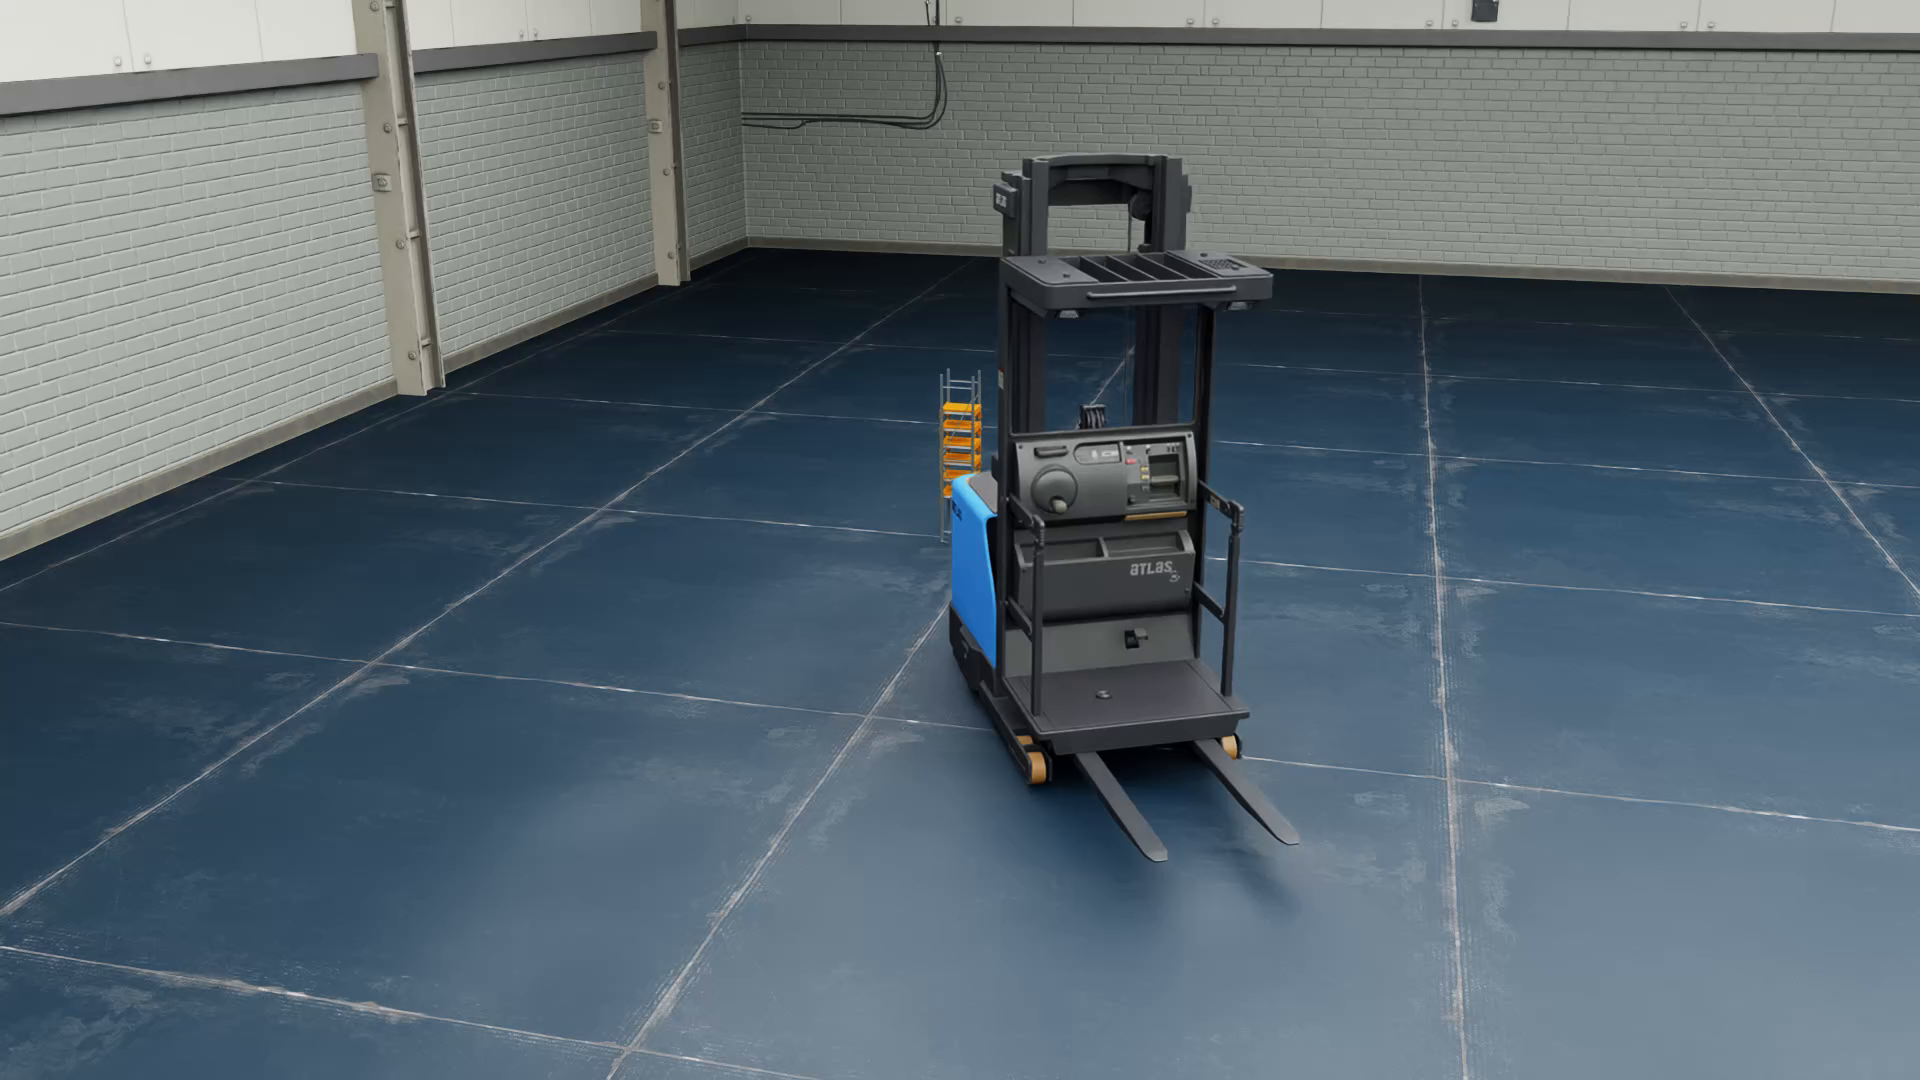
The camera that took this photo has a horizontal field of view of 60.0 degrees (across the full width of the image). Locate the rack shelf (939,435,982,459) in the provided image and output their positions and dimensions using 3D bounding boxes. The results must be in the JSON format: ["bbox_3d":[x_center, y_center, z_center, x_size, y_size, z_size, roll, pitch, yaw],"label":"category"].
[{"bbox_3d":[0.004,-0.644,11.482,0.258,0.103,0.180,5,19,13],"label":"rack shelf"}]

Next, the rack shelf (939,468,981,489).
[{"bbox_3d":[0.004,-0.417,11.560,0.258,0.103,0.180,5,19,13],"label":"rack shelf"}]

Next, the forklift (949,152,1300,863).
[{"bbox_3d":[0.785,-0.319,8.086,1.130,2.935,3.031,-5,19,-13],"label":"forklift"}]

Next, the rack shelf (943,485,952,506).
[{"bbox_3d":[0.004,-0.303,11.599,0.258,0.103,0.180,5,19,13],"label":"rack shelf"}]

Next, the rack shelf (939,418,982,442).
[{"bbox_3d":[0.004,-0.757,11.444,0.258,0.103,0.180,5,19,13],"label":"rack shelf"}]

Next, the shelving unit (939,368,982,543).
[{"bbox_3d":[0.004,-0.572,11.507,0.258,1.200,0.189,5,19,13],"label":"shelving unit"}]

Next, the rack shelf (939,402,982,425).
[{"bbox_3d":[0.004,-0.871,11.405,0.258,0.103,0.180,5,19,13],"label":"rack shelf"}]

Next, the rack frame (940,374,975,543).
[{"bbox_3d":[-0.019,-0.544,11.423,0.240,1.200,0.006,5,19,13],"label":"rack frame"}]

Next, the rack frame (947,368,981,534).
[{"bbox_3d":[0.026,-0.601,11.591,0.240,1.200,0.006,5,19,13],"label":"rack frame"}]

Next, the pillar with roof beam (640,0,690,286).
[{"bbox_3d":[0.489,-7.232,18.938,9.100,9.000,0.400,5,19,13],"label":"pillar with roof beam"}]

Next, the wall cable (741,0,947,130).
[{"bbox_3d":[-1.683,-6.921,22.833,3.097,2.526,0.112,5,19,13],"label":"wall cable"}]

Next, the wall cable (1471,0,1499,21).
[{"bbox_3d":[7.519,-9.245,19.572,2.305,6.003,0.169,5,19,13],"label":"wall cable"}]

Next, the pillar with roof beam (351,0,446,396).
[{"bbox_3d":[-0.977,-5.351,13.433,9.100,9.000,0.400,5,19,13],"label":"pillar with roof beam"}]

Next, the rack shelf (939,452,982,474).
[{"bbox_3d":[0.004,-0.530,11.521,0.258,0.103,0.180,5,19,13],"label":"rack shelf"}]
